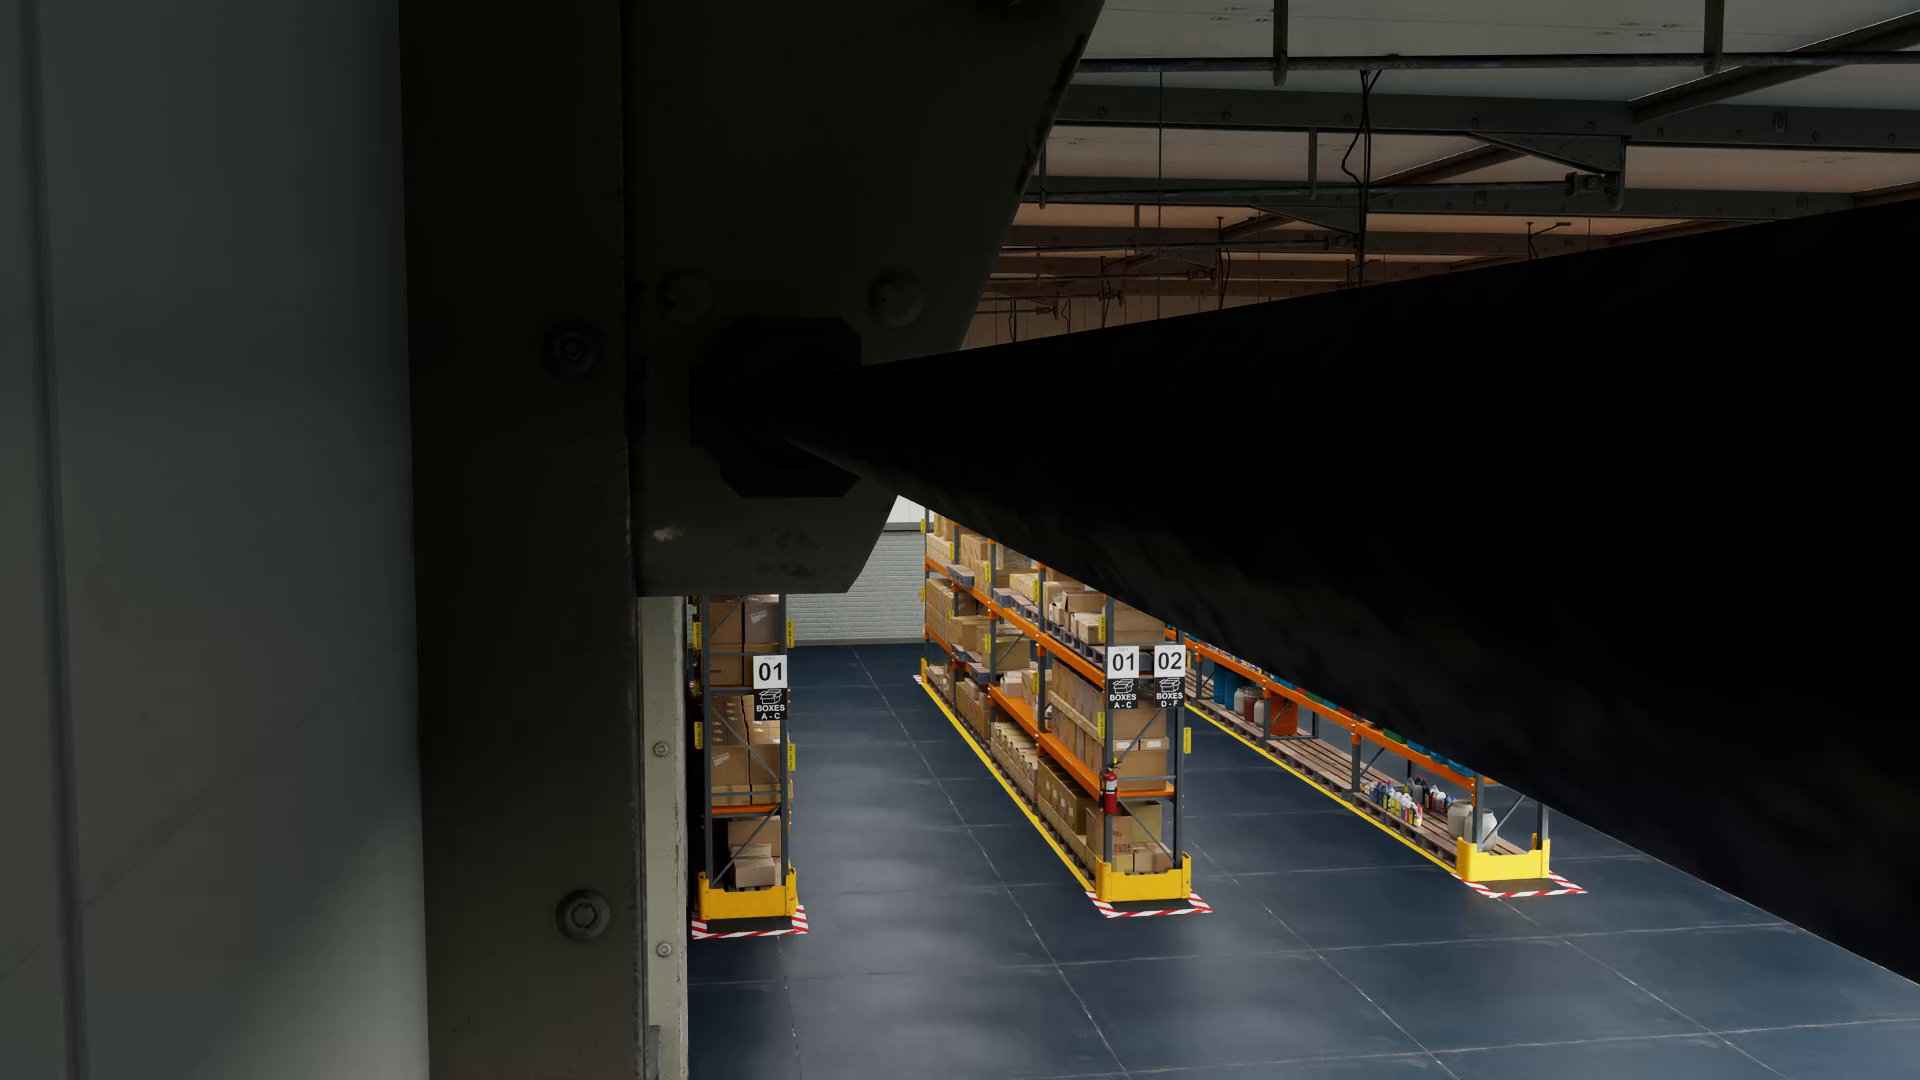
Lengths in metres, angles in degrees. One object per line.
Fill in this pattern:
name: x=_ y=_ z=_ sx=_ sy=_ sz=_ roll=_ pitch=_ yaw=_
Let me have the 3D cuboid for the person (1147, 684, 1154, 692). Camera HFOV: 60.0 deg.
person: x=3.894 y=2.769 z=32.237 sx=0.519 sy=1.459 sz=0.958 roll=1 pitch=5 yaw=11
